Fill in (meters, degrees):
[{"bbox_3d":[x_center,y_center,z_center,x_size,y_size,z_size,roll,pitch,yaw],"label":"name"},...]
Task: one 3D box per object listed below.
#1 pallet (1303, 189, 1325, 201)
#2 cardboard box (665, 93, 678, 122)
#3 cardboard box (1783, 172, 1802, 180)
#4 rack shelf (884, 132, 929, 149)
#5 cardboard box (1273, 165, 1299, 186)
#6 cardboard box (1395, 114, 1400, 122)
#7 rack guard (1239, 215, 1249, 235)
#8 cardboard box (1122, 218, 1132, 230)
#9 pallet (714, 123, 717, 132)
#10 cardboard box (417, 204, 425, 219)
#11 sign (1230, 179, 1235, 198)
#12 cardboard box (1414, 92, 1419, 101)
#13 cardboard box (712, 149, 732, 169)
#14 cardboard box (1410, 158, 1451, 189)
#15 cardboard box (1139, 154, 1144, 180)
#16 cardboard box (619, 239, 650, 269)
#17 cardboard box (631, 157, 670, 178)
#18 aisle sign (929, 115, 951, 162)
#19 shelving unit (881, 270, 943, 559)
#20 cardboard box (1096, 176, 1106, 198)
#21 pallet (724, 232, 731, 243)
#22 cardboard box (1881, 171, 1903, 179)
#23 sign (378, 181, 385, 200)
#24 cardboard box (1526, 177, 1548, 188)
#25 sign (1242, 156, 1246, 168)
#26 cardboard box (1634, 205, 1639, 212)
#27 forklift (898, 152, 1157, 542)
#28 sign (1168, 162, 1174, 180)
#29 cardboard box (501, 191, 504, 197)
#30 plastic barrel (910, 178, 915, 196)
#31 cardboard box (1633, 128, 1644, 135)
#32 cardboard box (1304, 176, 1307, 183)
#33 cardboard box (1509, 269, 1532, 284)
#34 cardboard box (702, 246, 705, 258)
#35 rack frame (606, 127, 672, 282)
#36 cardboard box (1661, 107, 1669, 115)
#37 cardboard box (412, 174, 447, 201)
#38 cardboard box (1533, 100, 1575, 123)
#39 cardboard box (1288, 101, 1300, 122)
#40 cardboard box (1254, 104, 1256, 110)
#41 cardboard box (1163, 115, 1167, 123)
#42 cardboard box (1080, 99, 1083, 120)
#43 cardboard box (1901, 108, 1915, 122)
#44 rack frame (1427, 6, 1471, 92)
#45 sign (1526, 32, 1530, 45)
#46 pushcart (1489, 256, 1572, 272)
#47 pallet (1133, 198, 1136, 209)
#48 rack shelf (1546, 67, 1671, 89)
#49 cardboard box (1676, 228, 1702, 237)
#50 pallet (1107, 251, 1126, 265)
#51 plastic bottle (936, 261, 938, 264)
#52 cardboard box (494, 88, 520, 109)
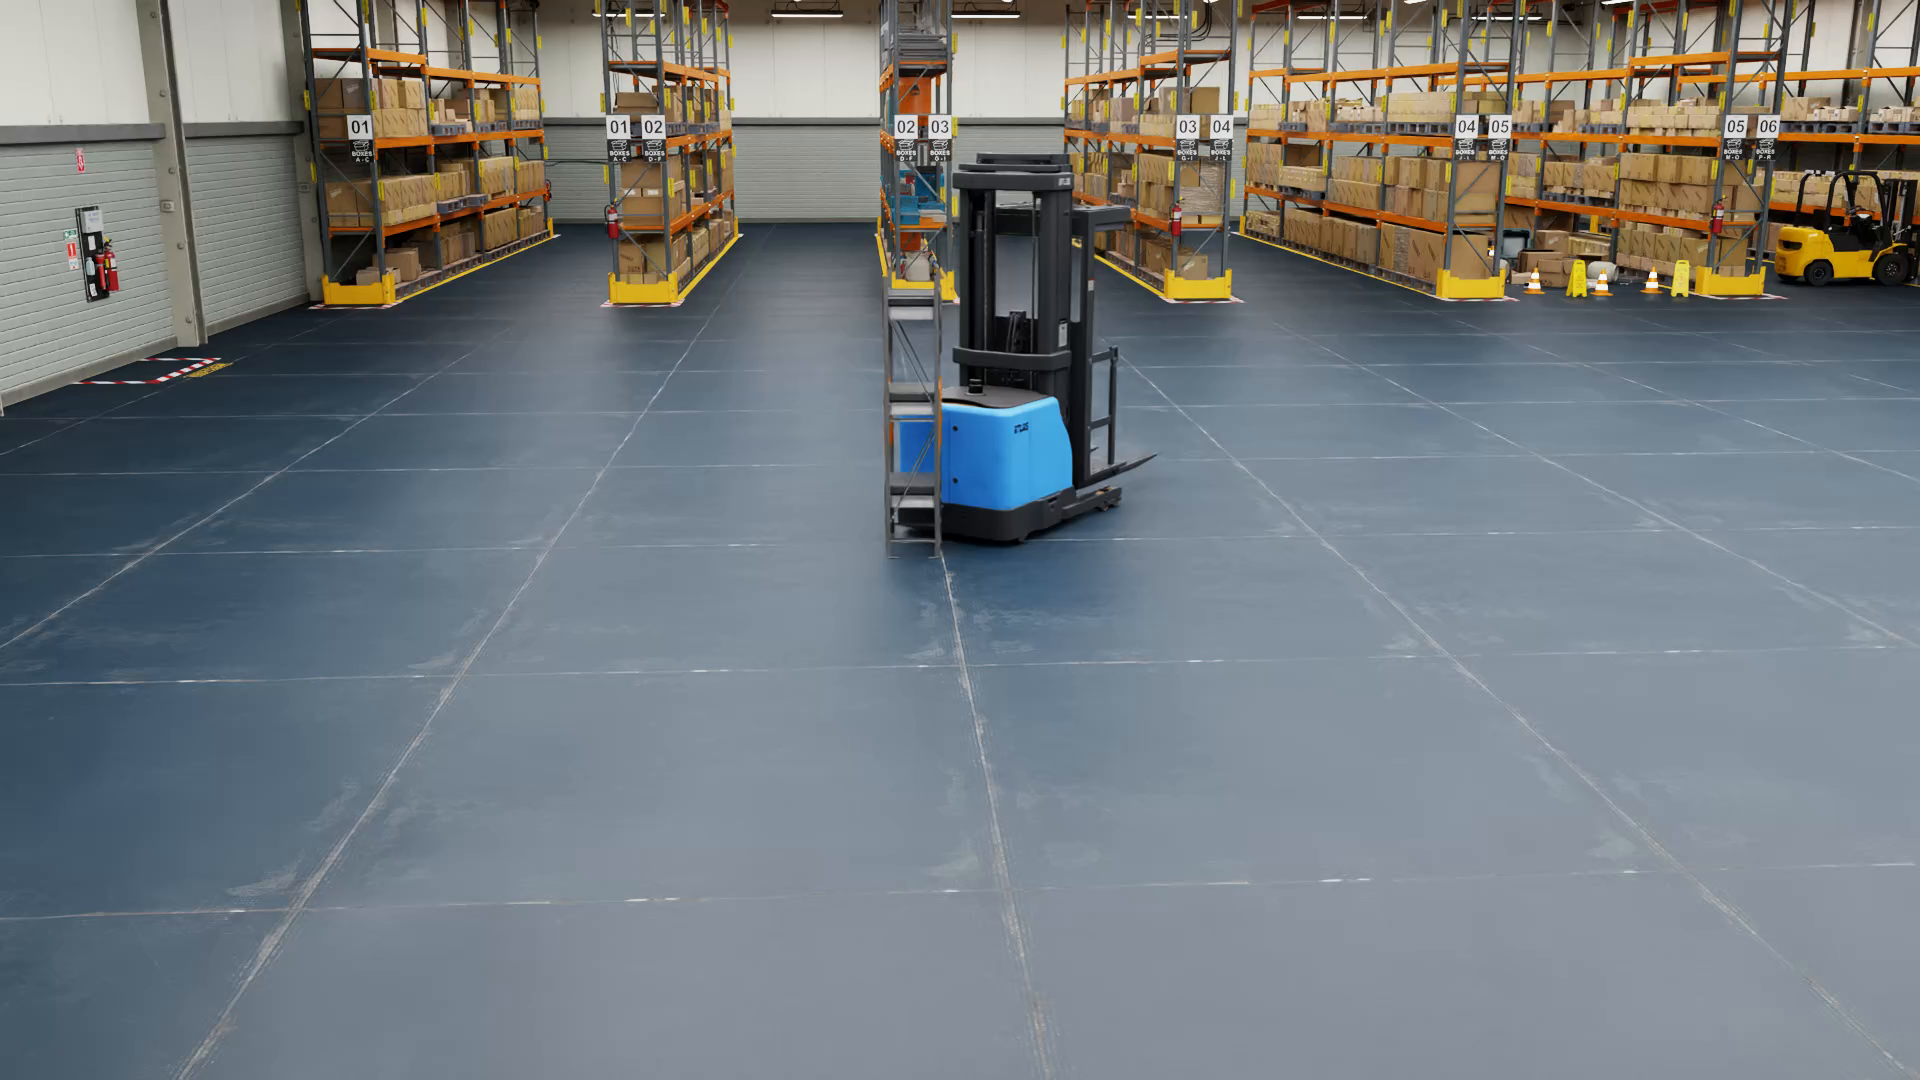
[{"bbox_3d":[8.610,-7.950,38.290,1.213,0.211,1.003,-1,14,-3],"label":"pallet"},{"bbox_3d":[-5.418,-7.864,30.226,0.500,0.500,0.500,-1,14,-3],"label":"cardboard box"},{"bbox_3d":[18.508,-8.069,36.863,0.380,0.149,0.250,-1,14,-3],"label":"cardboard box"},{"bbox_3d":[-1.016,-8.346,34.870,1.077,0.370,4.000,-1,14,-3],"label":"rack shelf"},{"bbox_3d":[8.201,-9.171,41.851,0.500,0.500,0.500,-1,14,-3],"label":"cardboard box"},{"bbox_3d":[8.723,-8.233,32.447,0.380,0.149,0.250,-1,14,-4],"label":"cardboard box"},{"bbox_3d":[8.269,-8.628,45.555,1.175,0.500,0.348,-1,14,-3],"label":"rack guard"},{"bbox_3d":[3.875,-7.015,36.901,0.500,0.250,0.500,0,14,-1],"label":"cardboard box"},{"bbox_3d":[-6.294,-9.599,38.672,1.213,0.211,1.003,-1,14,-3],"label":"pallet"},{"bbox_3d":[-10.379,-6.167,31.235,0.500,0.250,0.500,-1,14,-4],"label":"cardboard box"},{"bbox_3d":[4.841,-6.254,29.576,0.100,0.325,0.005,-1,14,-3],"label":"sign"},{"bbox_3d":[8.786,-8.367,31.368,0.380,0.149,0.250,-1,14,-4],"label":"cardboard box"},{"bbox_3d":[-6.245,-9.954,43.487,0.500,0.500,0.500,0,14,-2],"label":"cardboard box"},{"bbox_3d":[9.084,-6.973,31.639,0.875,0.550,0.500,-1,14,-3],"label":"cardboard box"},{"bbox_3d":[3.826,-7.382,32.893,0.500,0.500,0.500,-1,14,-3],"label":"cardboard box"},{"bbox_3d":[-5.995,-5.287,30.724,0.500,0.500,0.500,-1,14,-3],"label":"cardboard box"},{"bbox_3d":[-5.678,-6.737,30.385,0.700,0.500,0.500,-1,14,-3],"label":"cardboard box"},{"bbox_3d":[-0.347,-6.995,28.978,0.394,0.787,0.004,-1,14,-3],"label":"aisle sign"},{"bbox_3d":[-0.349,-0.937,12.453,0.431,2.100,0.503,0,14,1],"label":"shelving unit"},{"bbox_3d":[3.465,-8.236,38.818,0.500,0.500,0.500,-1,14,-5],"label":"cardboard box"},{"bbox_3d":[-6.452,-7.783,42.853,1.003,0.211,1.213,-1,14,-3],"label":"pallet"},{"bbox_3d":[18.665,-7.282,33.209,0.380,0.149,0.250,-1,14,-2],"label":"cardboard box"},{"bbox_3d":[-9.991,-6.025,28.684,0.100,0.325,0.005,-1,14,-3],"label":"sign"},{"bbox_3d":[13.411,-8.255,38.388,0.500,0.250,0.500,-1,14,-4],"label":"cardboard box"},{"bbox_3d":[7.723,-10.268,45.176,0.100,0.325,0.005,-1,14,-3],"label":"sign"},{"bbox_3d":[13.756,-6.642,33.324,0.380,0.149,0.250,-1,14,-4],"label":"cardboard box"},{"bbox_3d":[0.719,-1.720,13.831,1.130,2.935,3.031,9,17,31],"label":"forklift"},{"bbox_3d":[3.744,-6.537,29.454,0.100,0.325,0.005,-1,14,-3],"label":"sign"},{"bbox_3d":[-10.938,-8.136,39.090,0.380,0.149,0.250,-1,14,-3],"label":"cardboard box"},{"bbox_3d":[-0.809,-7.695,36.640,0.600,0.536,0.708,-1,14,-3],"label":"plastic barrel"},{"bbox_3d":[13.675,-8.158,33.197,0.380,0.149,0.250,-1,14,-3],"label":"cardboard box"},{"bbox_3d":[8.223,-8.403,38.730,0.380,0.149,0.250,-1,14,-3],"label":"cardboard box"},{"bbox_3d":[10.953,-5.149,32.507,0.396,0.266,0.258,2,15,6],"label":"cardboard box"},{"bbox_3d":[-5.744,-6.155,35.605,0.500,0.250,0.500,-1,14,-2],"label":"cardboard box"},{"bbox_3d":[-5.588,-5.674,29.060,1.000,3.000,0.127,-1,14,-3],"label":"rack frame"},{"bbox_3d":[13.772,-8.285,32.091,0.380,0.149,0.250,-1,14,-4],"label":"cardboard box"},{"bbox_3d":[-10.805,-7.119,33.593,0.700,0.500,0.500,1,14,2],"label":"cardboard box"},{"bbox_3d":[13.521,-9.766,37.895,0.797,0.503,0.637,-2,15,-7],"label":"cardboard box"},{"bbox_3d":[8.426,-10.471,40.639,0.700,0.500,0.500,-1,14,-3],"label":"cardboard box"},{"bbox_3d":[7.999,-11.456,44.009,0.380,0.149,0.250,-1,14,-4],"label":"cardboard box"},{"bbox_3d":[3.906,-7.659,30.254,0.380,0.149,0.250,-1,14,-3],"label":"cardboard box"},{"bbox_3d":[3.418,-10.891,42.072,0.700,0.500,0.500,0,14,-1],"label":"cardboard box"},{"bbox_3d":[18.685,-8.317,32.539,0.396,0.266,0.258,-1,14,-5],"label":"cardboard box"},{"bbox_3d":[13.199,-12.864,44.964,1.000,3.000,0.127,-1,14,-3],"label":"rack frame"},{"bbox_3d":[13.988,-12.371,41.015,0.100,0.325,0.005,-1,14,-3],"label":"sign"},{"bbox_3d":[11.670,-5.657,34.254,1.648,0.377,0.936,-6,16,-23],"label":"pushcart"},{"bbox_3d":[4.149,-6.921,34.289,1.003,0.211,1.213,-1,14,-3],"label":"pallet"},{"bbox_3d":[13.819,-9.835,35.437,1.077,0.370,4.000,-1,14,-3],"label":"rack shelf"},{"bbox_3d":[13.791,-5.814,31.471,0.380,0.149,0.250,0,14,-2],"label":"cardboard box"},{"bbox_3d":[3.851,-6.271,36.976,1.003,0.211,1.213,-1,14,-3],"label":"pallet"},{"bbox_3d":[-0.441,-5.160,31.629,0.061,0.283,0.133,-1,14,-3],"label":"plastic bottle"},{"bbox_3d":[-11.040,-10.758,40.551,0.500,0.500,0.500,-1,14,-4],"label":"cardboard box"}]
